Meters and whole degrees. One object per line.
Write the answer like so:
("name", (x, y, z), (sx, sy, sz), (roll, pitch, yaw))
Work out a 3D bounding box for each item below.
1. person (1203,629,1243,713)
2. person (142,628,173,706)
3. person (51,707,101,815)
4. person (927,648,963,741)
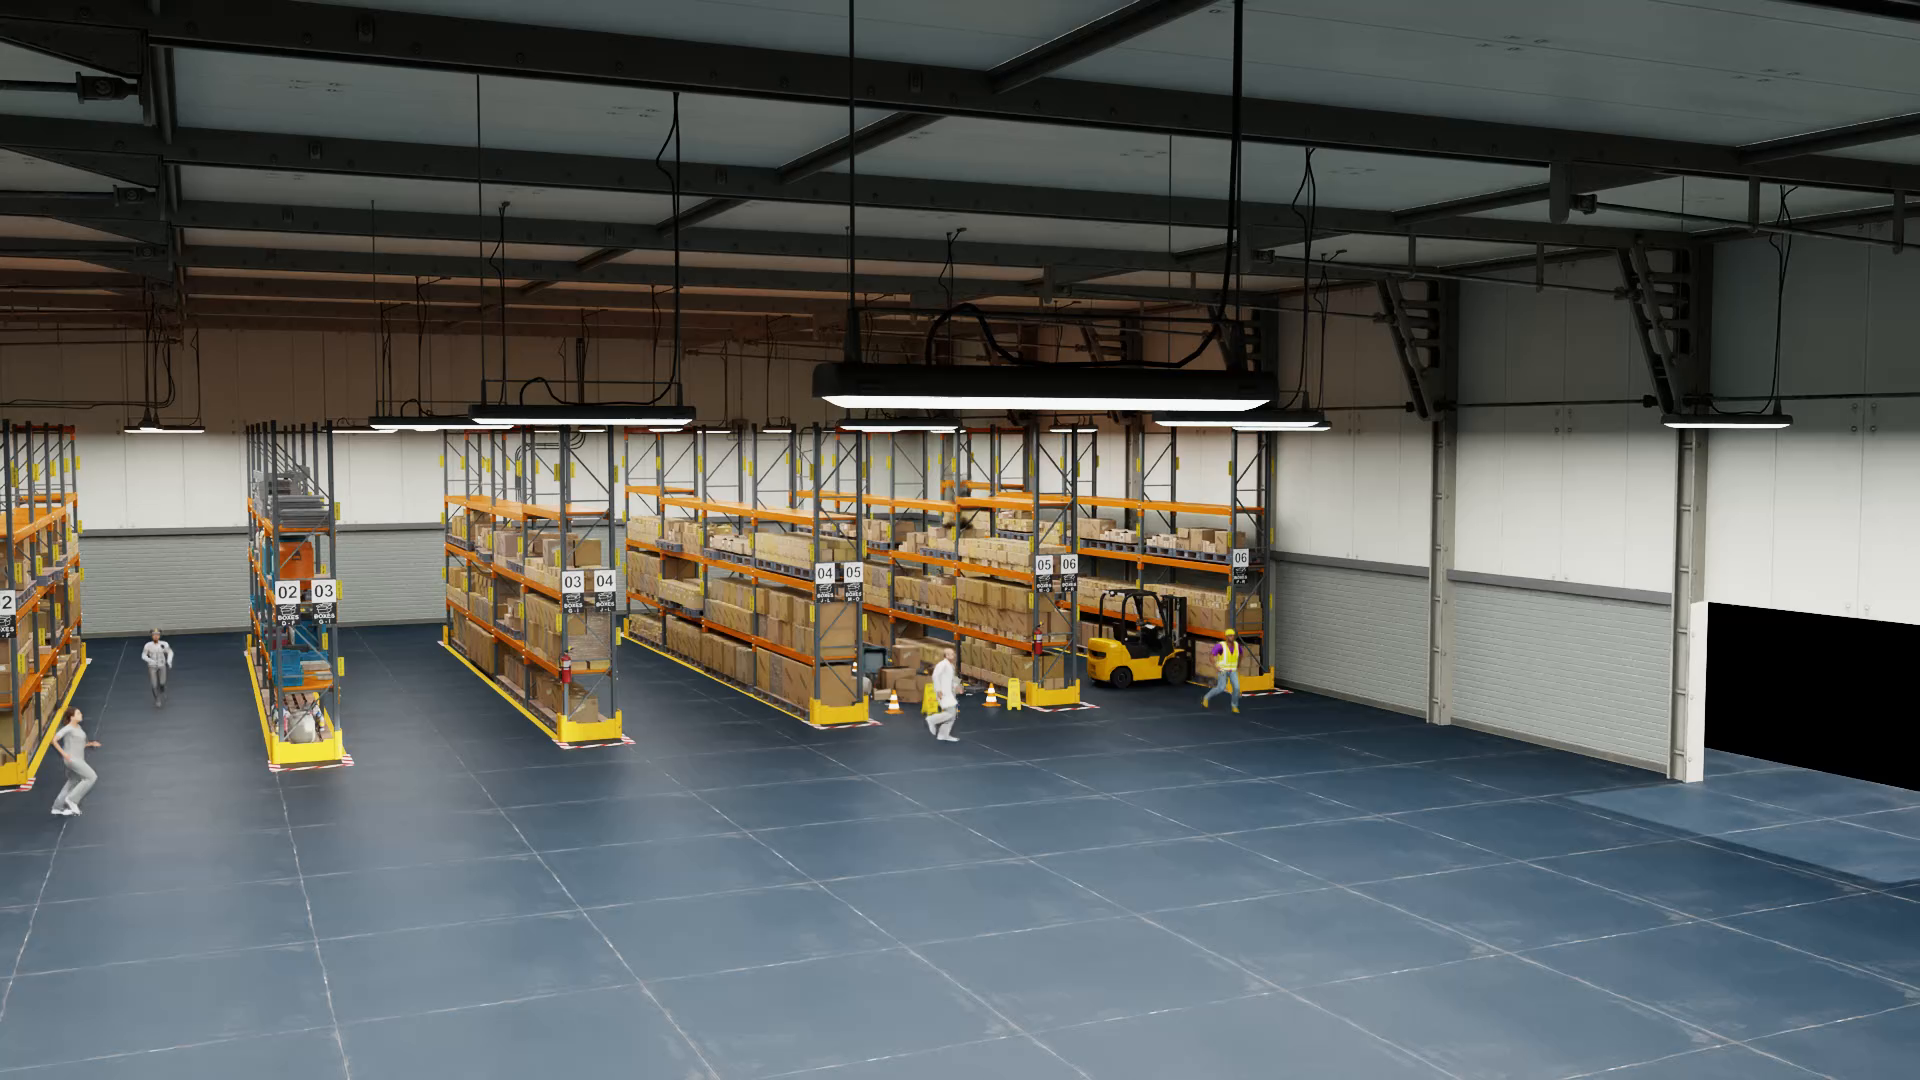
("person", (5.532, 2.725, 34.595), (0.887, 1.756, 0.663), (-2, 4, -25))
("person", (-16.985, 2.696, 35.211), (0.604, 1.659, 0.531), (-2, 4, -25))
("person", (-13.314, 3.324, 25.008), (0.707, 1.631, 0.581), (-1, 4, -12))
("person", (-0.295, 2.912, 31.315), (0.660, 1.748, 0.724), (1, 4, 16))
